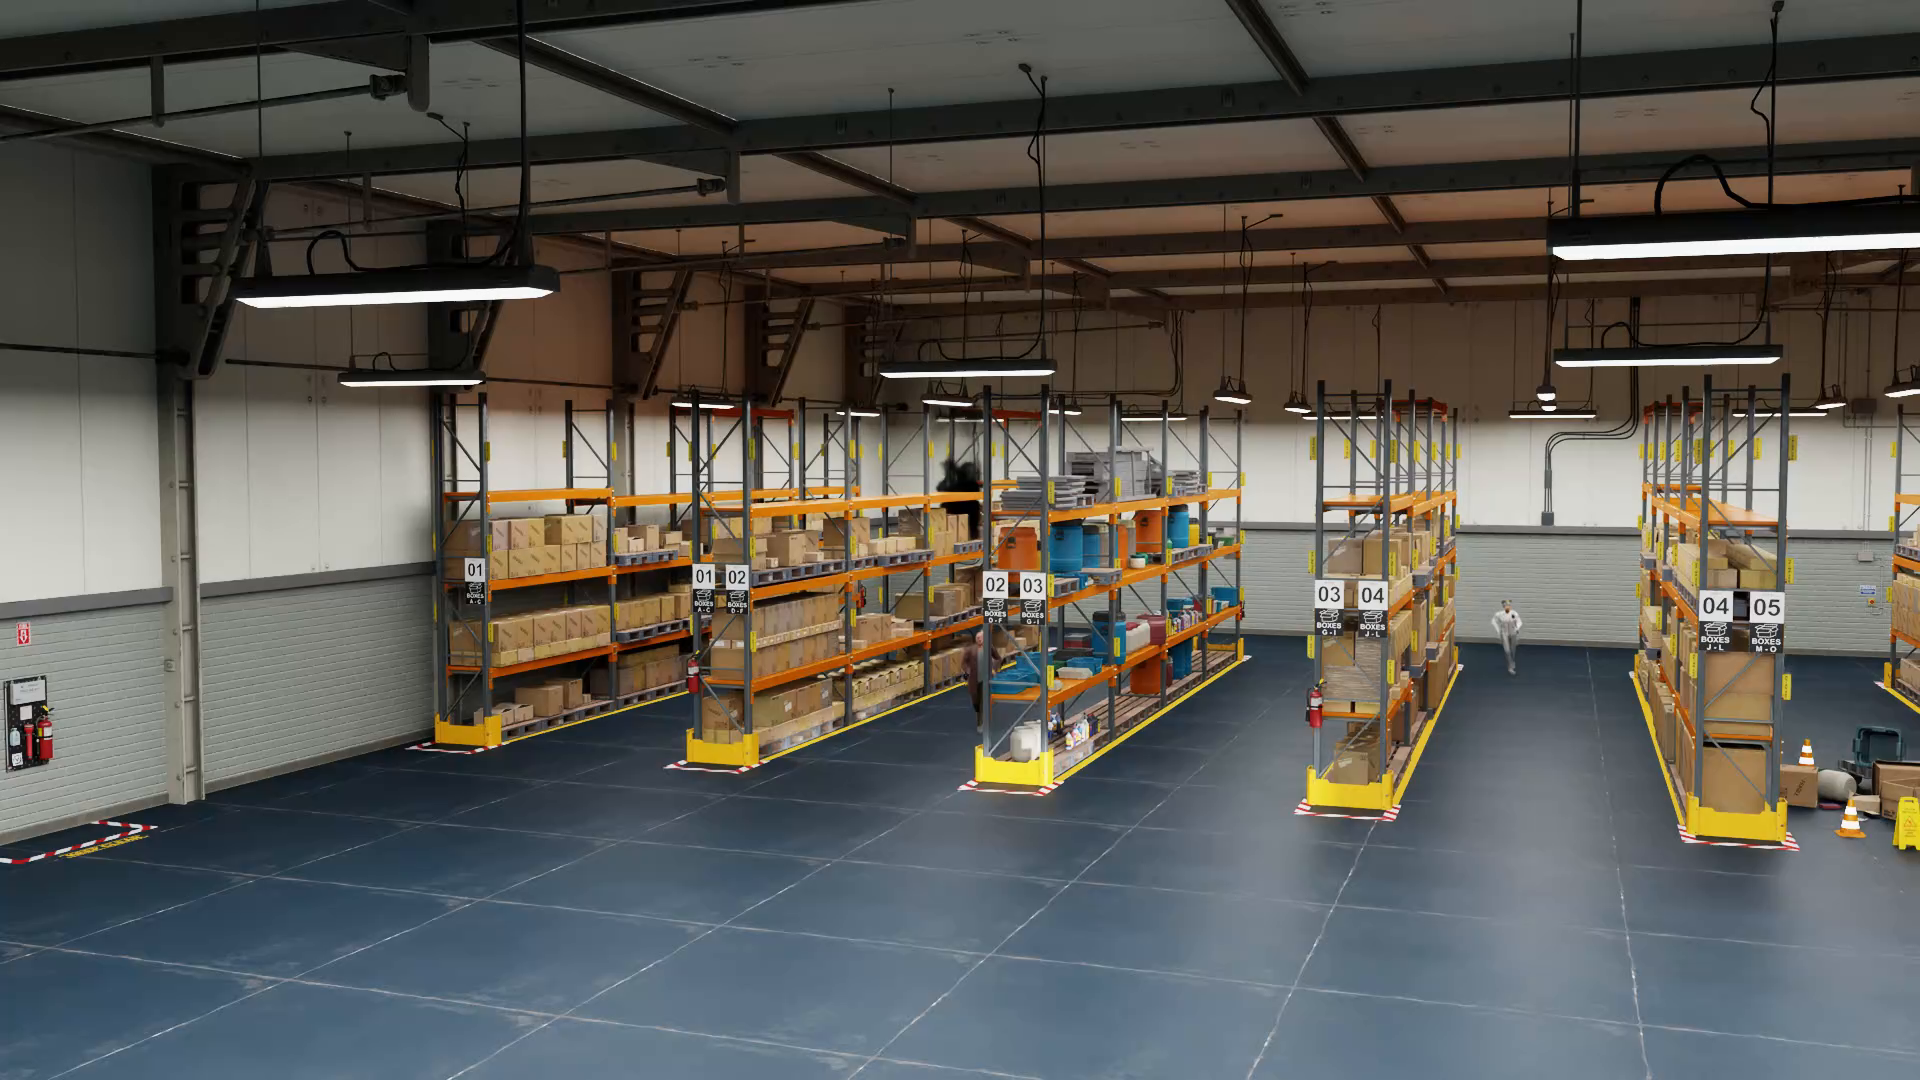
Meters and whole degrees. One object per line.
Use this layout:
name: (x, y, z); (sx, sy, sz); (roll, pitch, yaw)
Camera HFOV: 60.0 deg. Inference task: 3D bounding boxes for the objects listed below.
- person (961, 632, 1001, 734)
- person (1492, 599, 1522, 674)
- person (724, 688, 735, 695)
person: (0.377, 2.538, 29.873); (0.710, 1.780, 0.972); (0, 3, 4)
person: (12.414, 2.165, 37.776); (0.651, 1.675, 0.816); (1, 3, 17)
person: (-4.314, 2.538, 31.170); (0.524, 1.641, 0.766); (0, 3, 8)
